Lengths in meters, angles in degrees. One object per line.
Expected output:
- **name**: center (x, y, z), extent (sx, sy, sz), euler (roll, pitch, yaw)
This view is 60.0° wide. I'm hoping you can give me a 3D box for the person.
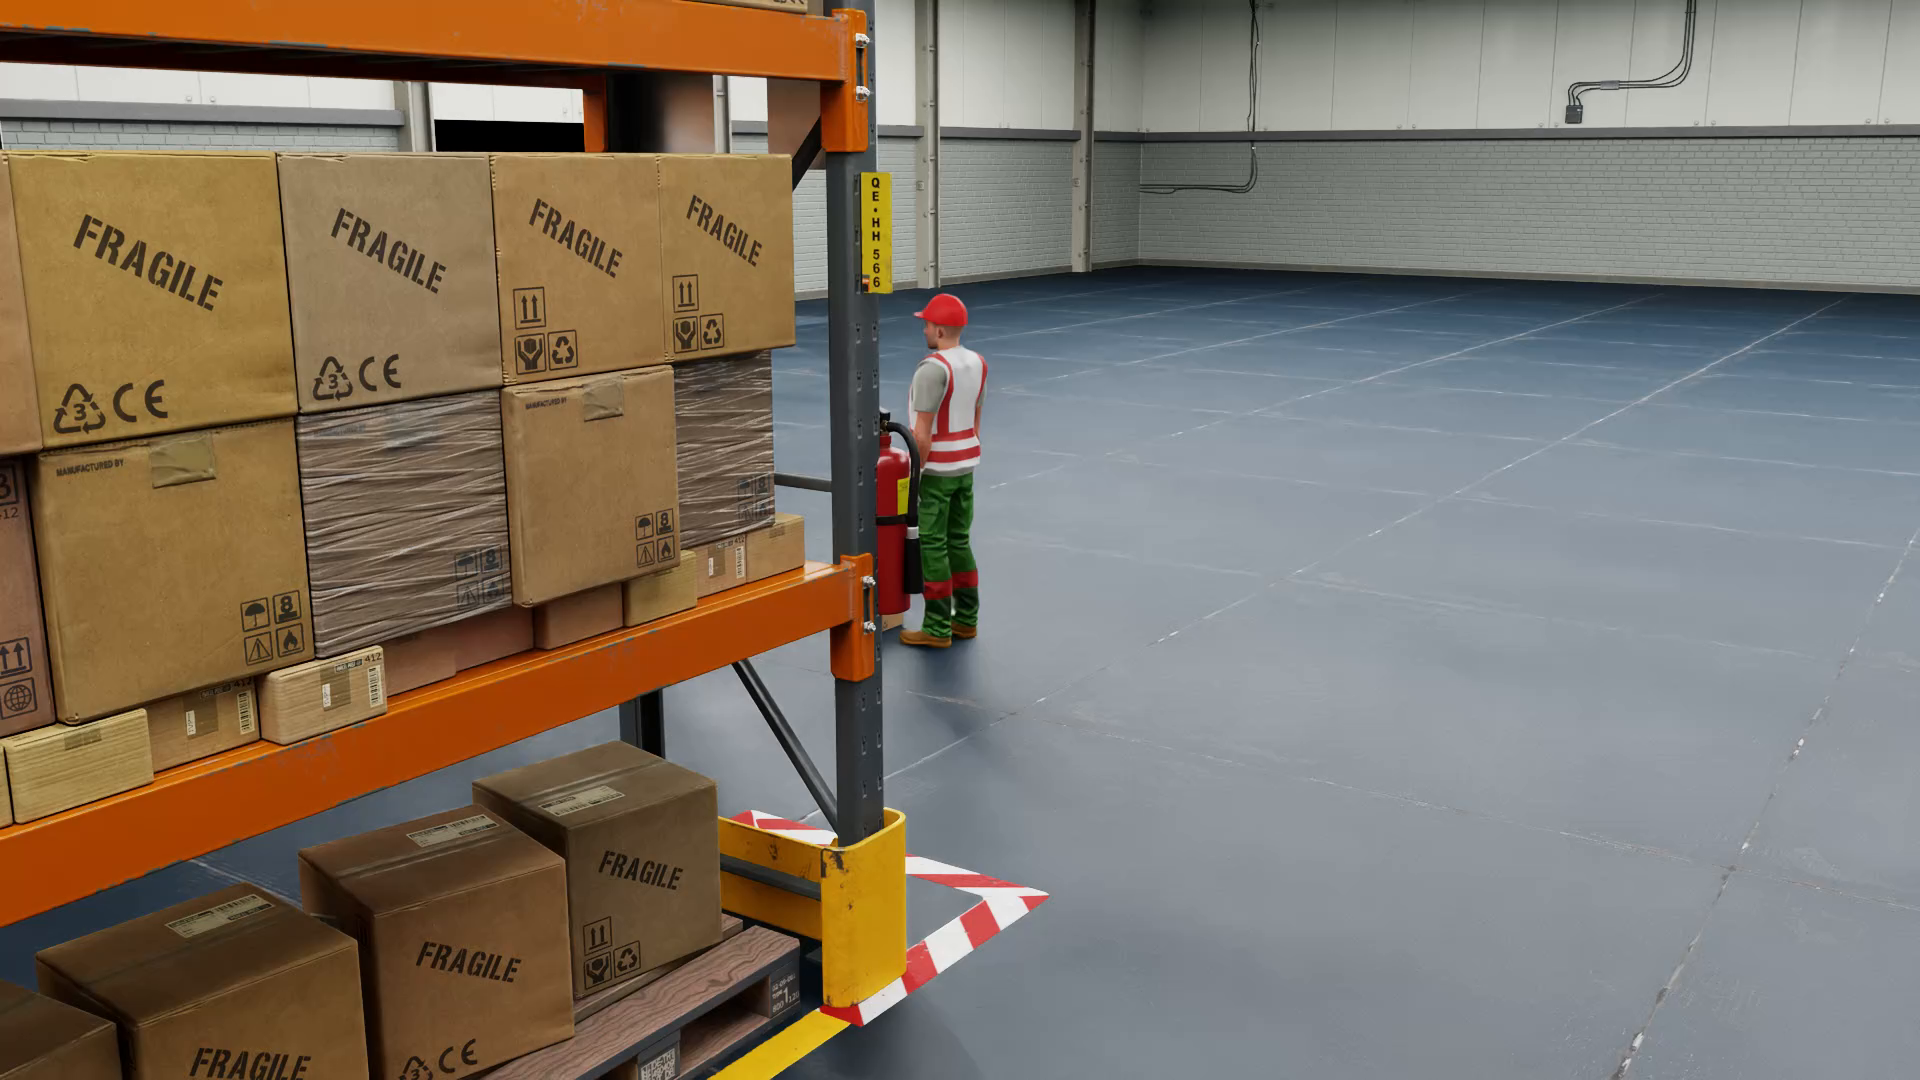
- **person**: center (-0.094, -0.352, 8.466), extent (0.354, 1.789, 0.525), euler (9, 16, 34)
